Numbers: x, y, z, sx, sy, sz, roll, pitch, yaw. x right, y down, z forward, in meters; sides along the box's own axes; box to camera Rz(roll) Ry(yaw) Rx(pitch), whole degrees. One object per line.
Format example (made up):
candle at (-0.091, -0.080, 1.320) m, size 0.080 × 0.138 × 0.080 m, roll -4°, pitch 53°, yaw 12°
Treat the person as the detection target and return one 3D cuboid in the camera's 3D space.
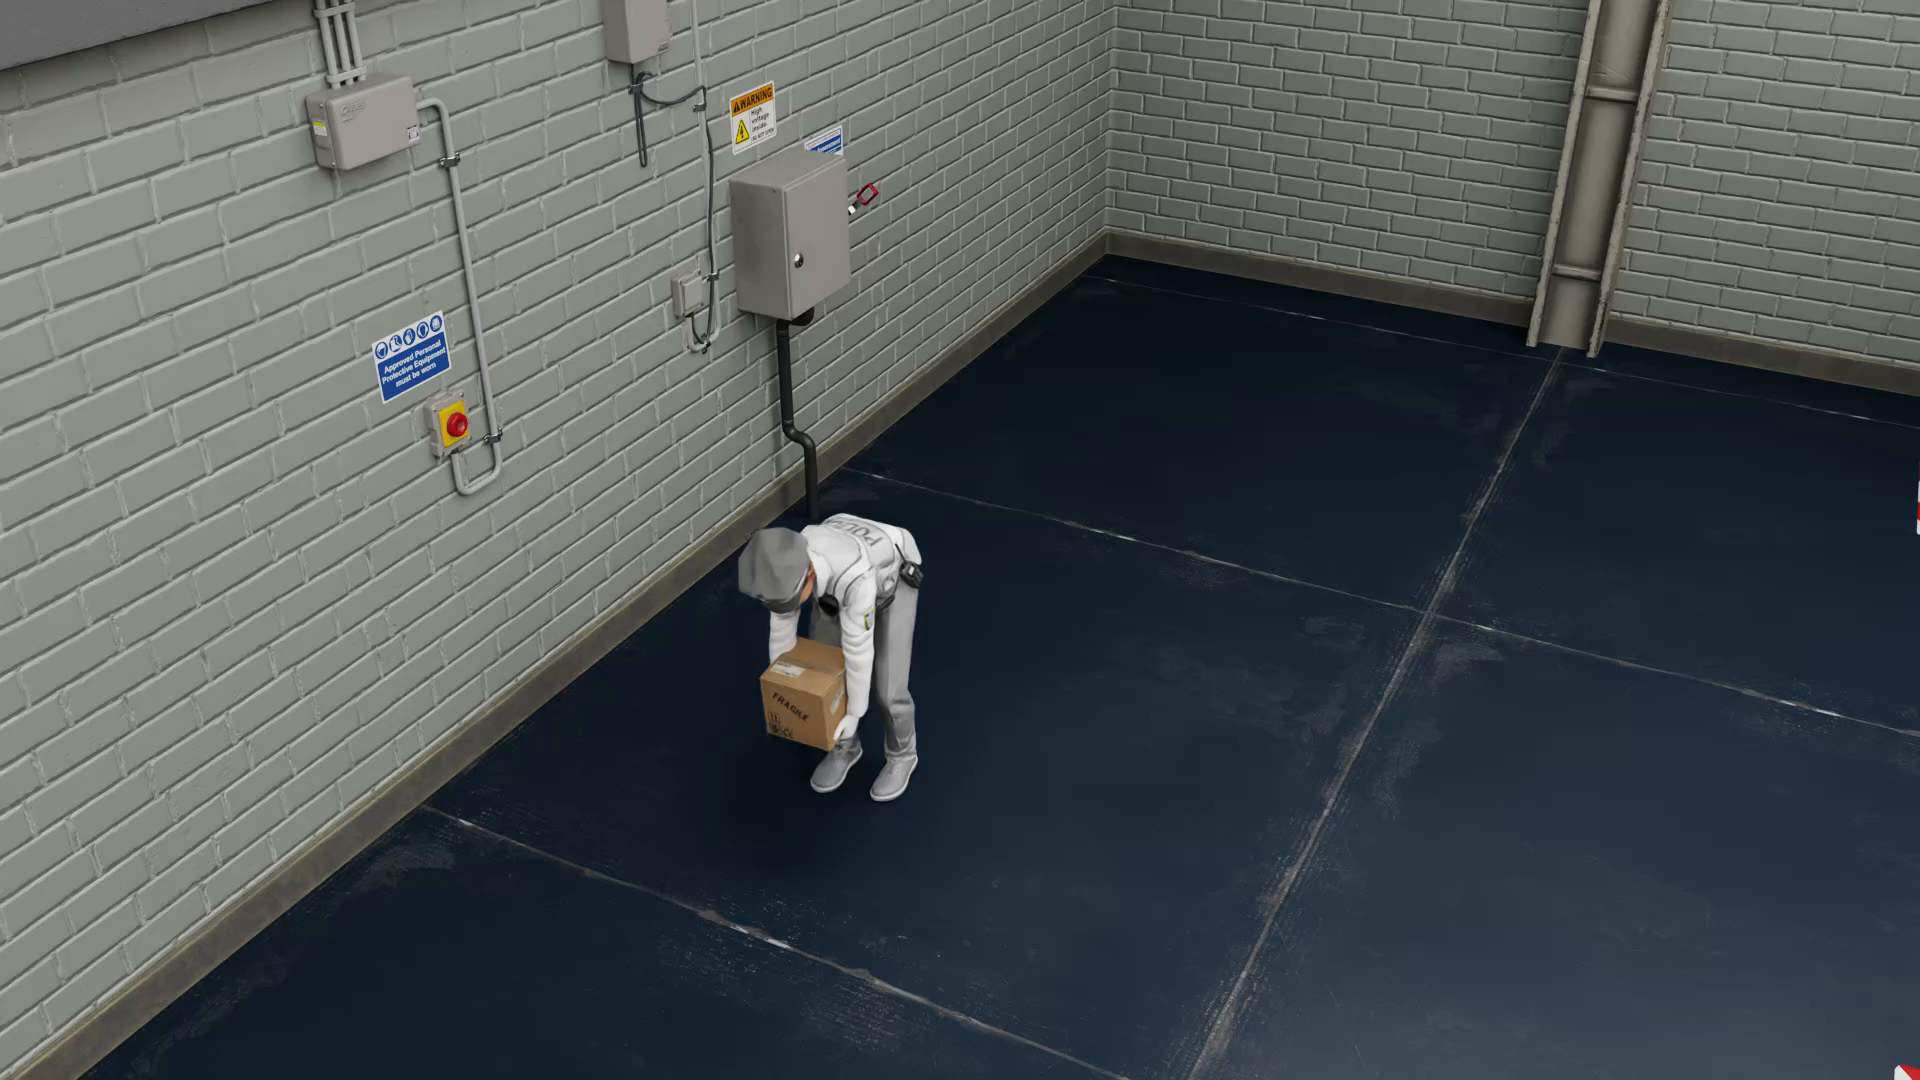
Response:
person at (-0.441, 0.414, 5.780) m, size 0.397 × 1.306 × 0.886 m, roll 14°, pitch 33°, yaw 22°
